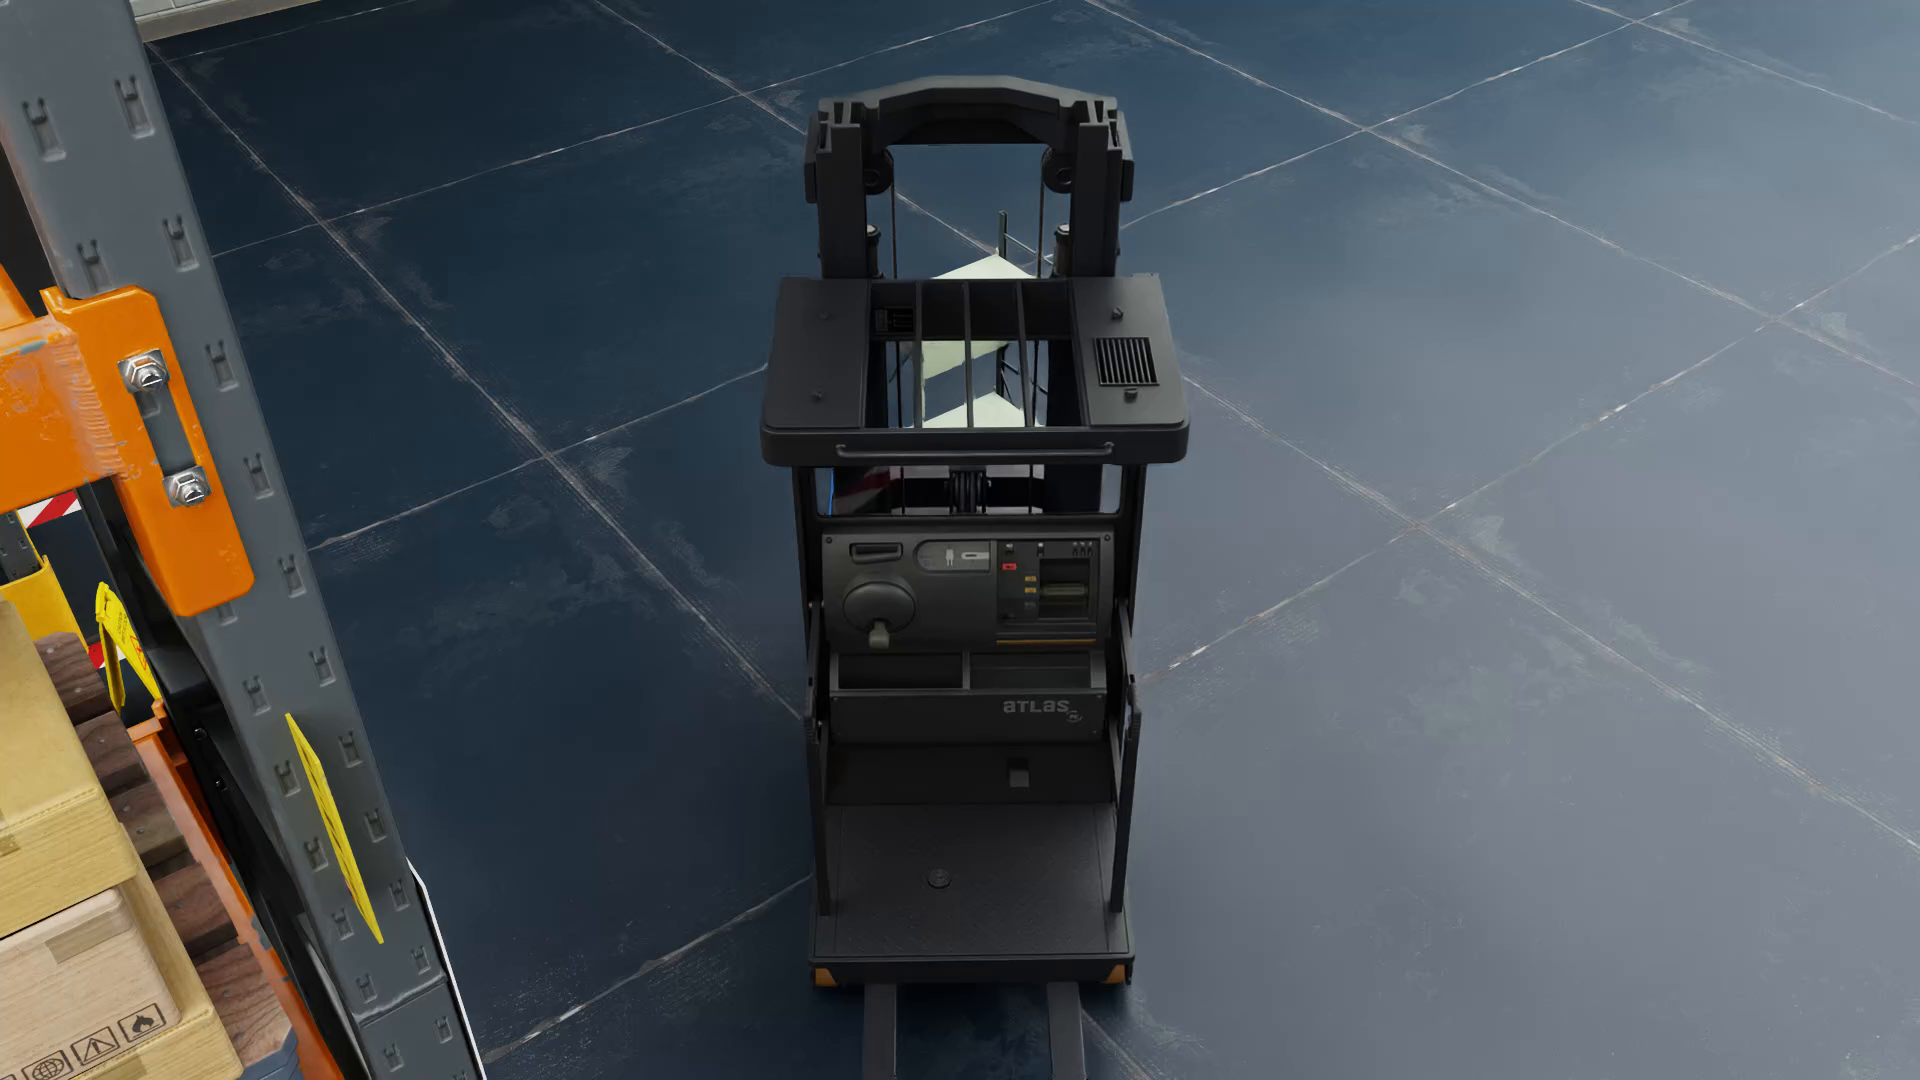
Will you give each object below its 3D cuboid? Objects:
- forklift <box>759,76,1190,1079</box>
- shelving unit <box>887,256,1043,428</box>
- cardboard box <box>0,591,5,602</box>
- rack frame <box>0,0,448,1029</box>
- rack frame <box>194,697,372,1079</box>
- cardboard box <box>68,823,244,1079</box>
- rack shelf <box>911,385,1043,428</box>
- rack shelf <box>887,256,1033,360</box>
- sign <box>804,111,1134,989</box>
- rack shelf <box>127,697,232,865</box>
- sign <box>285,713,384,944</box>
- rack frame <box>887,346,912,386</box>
[{"bbox_3d":[0.028,0.229,5.160,1.121,2.935,3.031,-1,39,-1],"label":"forklift"},{"bbox_3d":[0.001,-0.580,7.275,0.731,1.308,0.431,-26,46,-28],"label":"shelving unit"},{"bbox_3d":[-1.525,0.246,2.509,0.250,0.149,0.380,-26,46,-28],"label":"cardboard box"},{"bbox_3d":[-1.057,-0.782,1.608,0.127,3.000,1.000,-26,46,-28],"label":"rack frame"},{"bbox_3d":[-1.055,1.540,3.508,0.053,2.616,0.949,-26,46,-28],"label":"rack frame"},{"bbox_3d":[-1.114,0.573,2.109,0.250,0.149,0.380,-26,46,-28],"label":"cardboard box"},{"bbox_3d":[0.005,-0.330,7.484,0.720,0.370,0.431,-26,46,-28],"label":"rack shelf"},{"bbox_3d":[0.005,-0.960,6.968,0.686,0.124,0.368,-26,46,-28],"label":"rack shelf"},{"bbox_3d":[0.023,-0.098,5.641,2.025,2.768,2.177,-26,46,-28],"label":"sign"},{"bbox_3d":[-2.643,1.429,1.845,4.000,0.370,1.077,-26,46,-28],"label":"rack shelf"},{"bbox_3d":[-0.738,0.345,1.964,0.005,0.325,0.100,-26,46,-28],"label":"sign"},{"bbox_3d":[-0.286,-0.442,7.106,0.010,1.308,0.380,-26,46,-28],"label":"rack frame"}]
